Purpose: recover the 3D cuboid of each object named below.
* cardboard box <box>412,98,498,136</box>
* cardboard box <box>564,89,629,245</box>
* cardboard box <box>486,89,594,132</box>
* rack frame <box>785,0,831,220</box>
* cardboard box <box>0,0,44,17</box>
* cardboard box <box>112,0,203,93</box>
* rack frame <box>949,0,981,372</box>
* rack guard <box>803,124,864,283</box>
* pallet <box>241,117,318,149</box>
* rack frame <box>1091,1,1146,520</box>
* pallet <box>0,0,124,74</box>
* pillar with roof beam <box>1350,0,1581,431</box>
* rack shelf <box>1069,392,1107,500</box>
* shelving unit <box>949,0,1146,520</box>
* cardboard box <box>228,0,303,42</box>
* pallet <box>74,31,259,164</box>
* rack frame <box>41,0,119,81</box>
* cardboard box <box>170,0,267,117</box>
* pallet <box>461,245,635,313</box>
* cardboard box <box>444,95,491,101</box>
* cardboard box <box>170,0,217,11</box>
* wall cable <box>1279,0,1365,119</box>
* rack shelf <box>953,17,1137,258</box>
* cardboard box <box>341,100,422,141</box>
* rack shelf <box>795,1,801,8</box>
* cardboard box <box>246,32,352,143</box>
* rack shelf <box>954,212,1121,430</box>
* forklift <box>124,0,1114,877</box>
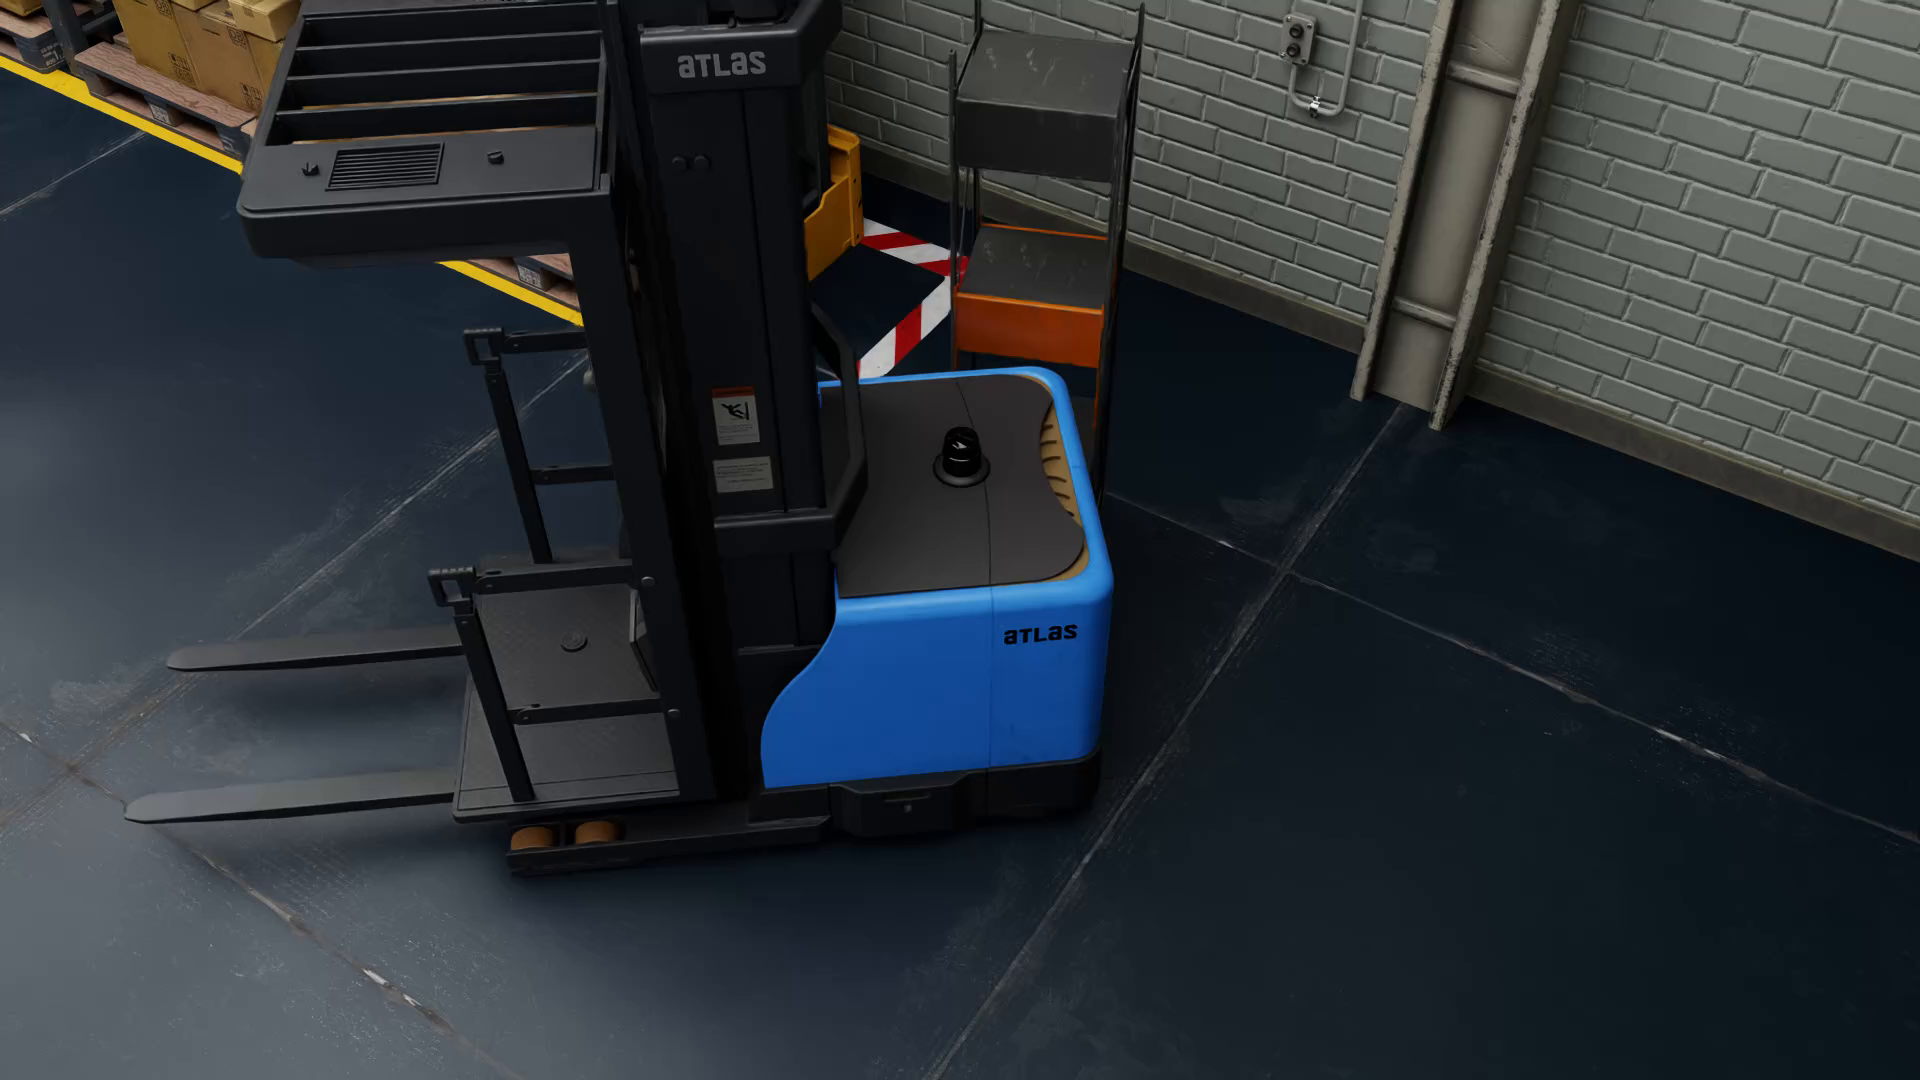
[{"bbox_3d":[-1.958,-1.852,7.409,0.500,0.500,0.700,25,51,22],"label":"cardboard box"},{"bbox_3d":[-1.536,-1.659,7.220,0.500,0.500,0.700,25,51,22],"label":"cardboard box"},{"bbox_3d":[-1.743,-1.824,6.929,0.250,0.149,0.380,24,51,22],"label":"cardboard box"},{"bbox_3d":[-0.893,-2.173,6.270,0.127,3.000,1.000,25,51,22],"label":"rack frame"},{"bbox_3d":[-4.878,-3.292,8.563,0.750,0.750,0.750,25,51,23],"label":"cardboard box"},{"bbox_3d":[-3.686,-2.645,8.179,0.500,0.500,0.700,25,51,23],"label":"cardboard box"},{"bbox_3d":[0.017,-0.769,5.532,0.015,2.100,0.400,8,47,8],"label":"rack frame"},{"bbox_3d":[-0.873,-1.292,7.157,0.348,0.500,1.175,25,51,22],"label":"rack guard"},{"bbox_3d":[-2.631,-1.936,7.984,1.213,0.211,1.003,25,51,22],"label":"pallet"},{"bbox_3d":[0.495,-0.699,5.464,0.015,2.100,0.400,8,47,8],"label":"rack frame"},{"bbox_3d":[-4.950,-3.003,9.021,1.213,0.211,1.003,25,51,22],"label":"pallet"},{"bbox_3d":[-0.478,-1.141,1.084,0.400,9.000,9.100,25,51,22],"label":"pillar with roof beam"},{"bbox_3d":[0.257,-0.238,6.011,0.480,0.518,0.431,8,47,8],"label":"rack shelf"},{"bbox_3d":[0.256,-0.734,5.498,0.503,2.100,0.431,8,47,8],"label":"shelving unit"},{"bbox_3d":[-3.057,-2.427,7.514,0.250,0.149,0.380,23,50,21],"label":"cardboard box"},{"bbox_3d":[-3.662,-2.408,8.443,1.213,0.211,1.003,25,51,22],"label":"pallet"},{"bbox_3d":[-4.260,-3.721,7.775,0.127,3.000,1.000,25,51,22],"label":"rack frame"},{"bbox_3d":[-3.265,-2.449,7.988,0.500,0.500,0.700,24,51,22],"label":"cardboard box"},{"bbox_3d":[-1.608,-1.463,7.525,1.213,0.211,1.003,25,51,22],"label":"pallet"},{"bbox_3d":[-1.958,-1.923,7.025,0.250,0.149,0.380,26,51,23],"label":"cardboard box"},{"bbox_3d":[-3.496,-2.629,7.711,0.250,0.149,0.380,26,51,23],"label":"cardboard box"},{"bbox_3d":[0.695,-2.602,5.979,1.851,1.984,0.084,25,51,22],"label":"wall cable"},{"bbox_3d":[0.256,-1.211,5.004,0.480,0.518,0.431,8,47,8],"label":"rack shelf"},{"bbox_3d":[-2.381,-2.047,7.597,0.500,0.500,0.700,23,50,21],"label":"cardboard box"},{"bbox_3d":[-2.577,-2.696,7.280,4.000,0.370,1.077,25,51,22],"label":"rack shelf"},{"bbox_3d":[-2.834,-2.249,7.794,0.500,0.500,0.700,26,51,23],"label":"cardboard box"},{"bbox_3d":[0.256,-0.724,5.508,0.480,0.518,0.431,8,47,8],"label":"rack shelf"},{"bbox_3d":[-1.104,-0.372,4.568,3.031,2.935,1.130,-5,46,-5],"label":"forklift"}]
